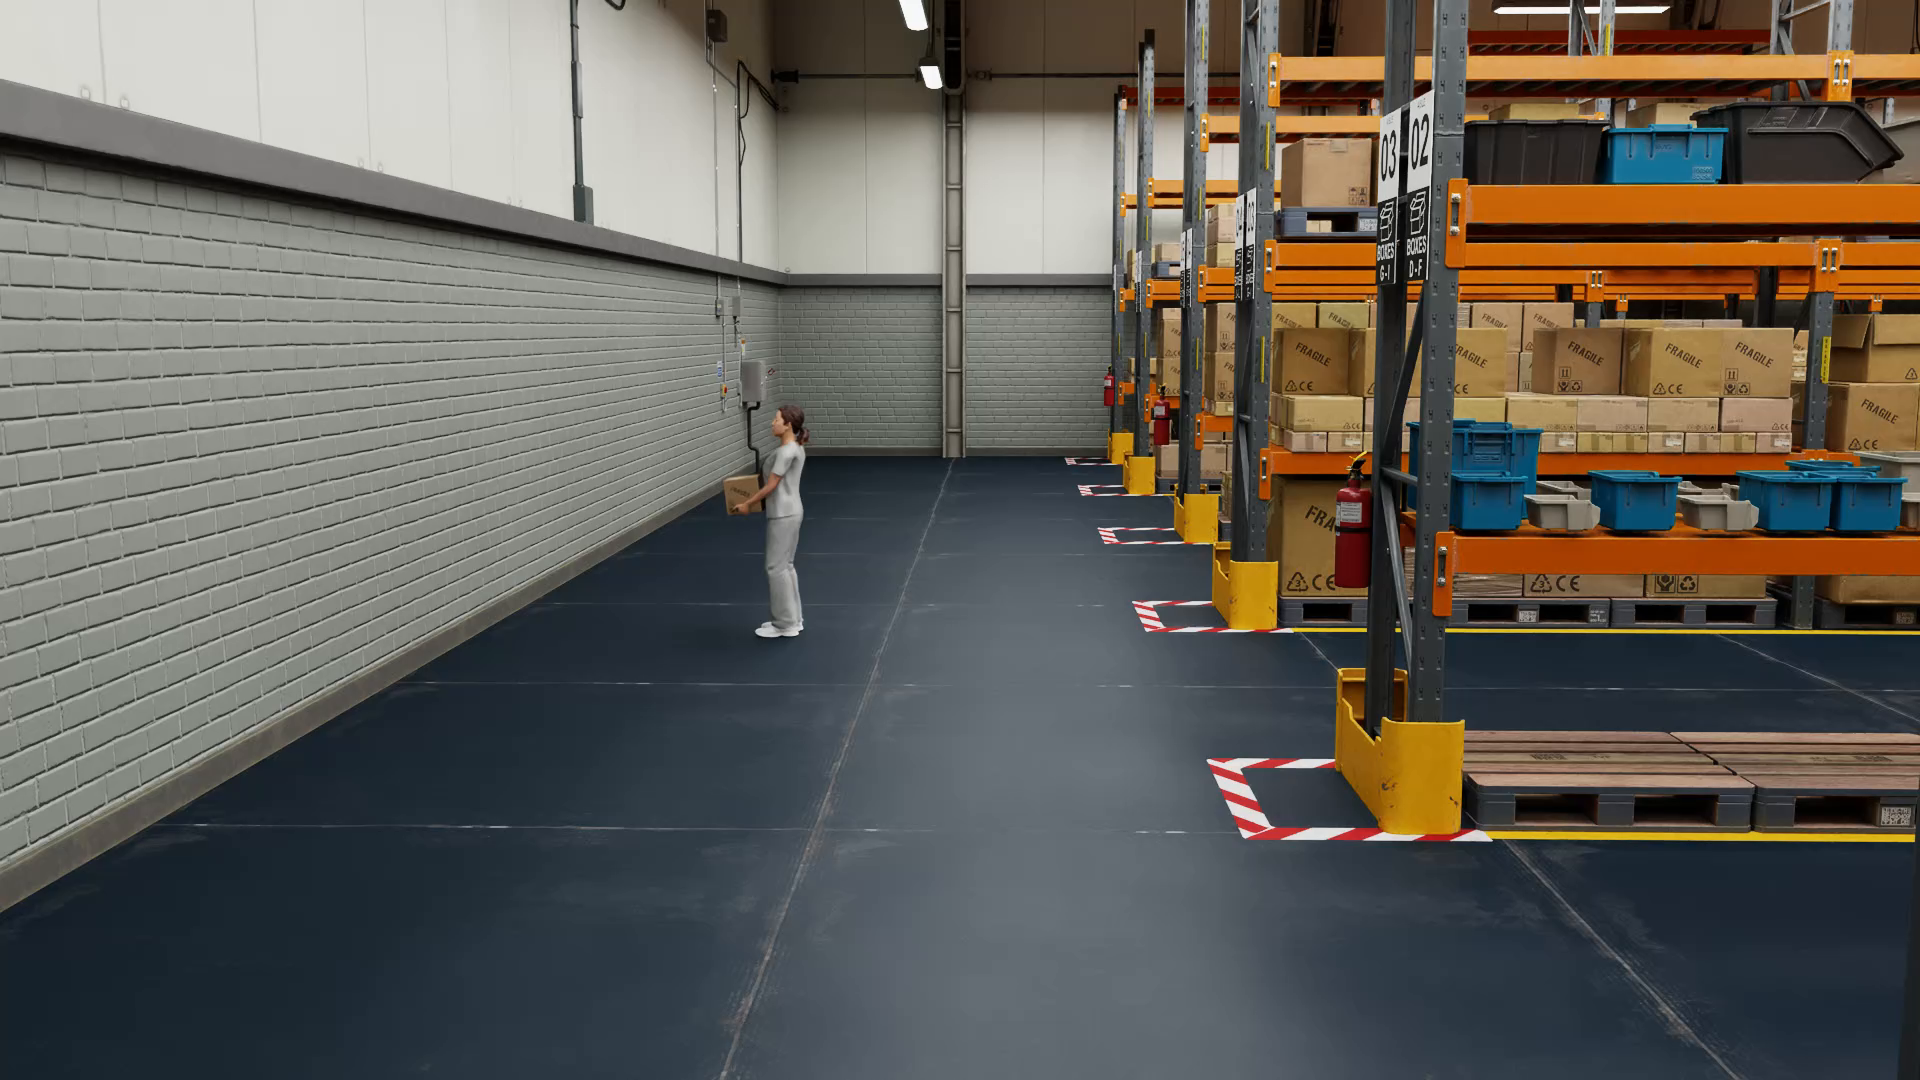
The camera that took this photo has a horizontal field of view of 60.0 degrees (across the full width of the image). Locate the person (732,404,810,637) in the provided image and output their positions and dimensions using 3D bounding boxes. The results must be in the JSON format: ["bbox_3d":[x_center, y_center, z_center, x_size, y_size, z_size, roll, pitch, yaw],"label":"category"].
[{"bbox_3d":[-1.340,-0.143,11.948,0.558,1.664,0.436,0,7,2],"label":"person"}]
